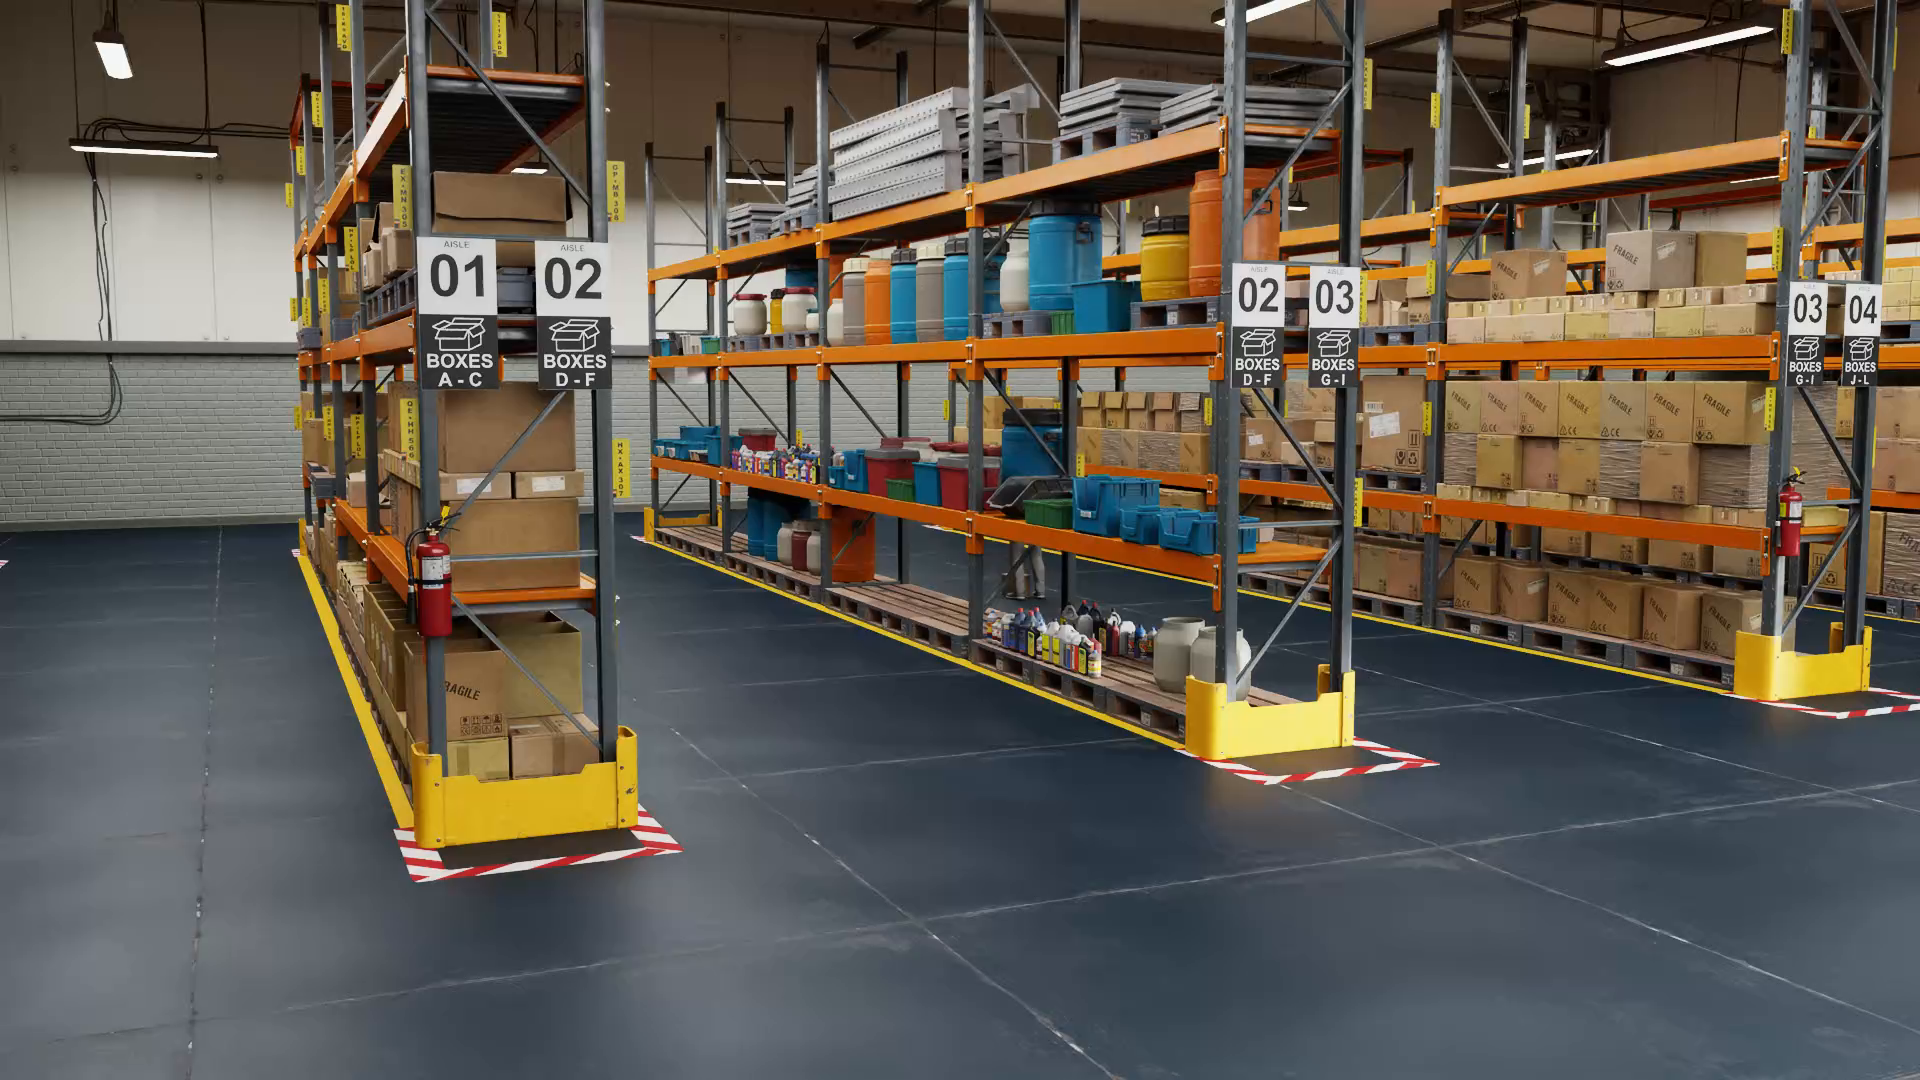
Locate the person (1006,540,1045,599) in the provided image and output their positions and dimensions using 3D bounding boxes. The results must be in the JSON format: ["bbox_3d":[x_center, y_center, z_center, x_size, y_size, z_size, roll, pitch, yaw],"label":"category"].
[{"bbox_3d":[0.738,-0.164,18.697,0.528,1.663,0.392,-3,6,-26],"label":"person"}]
